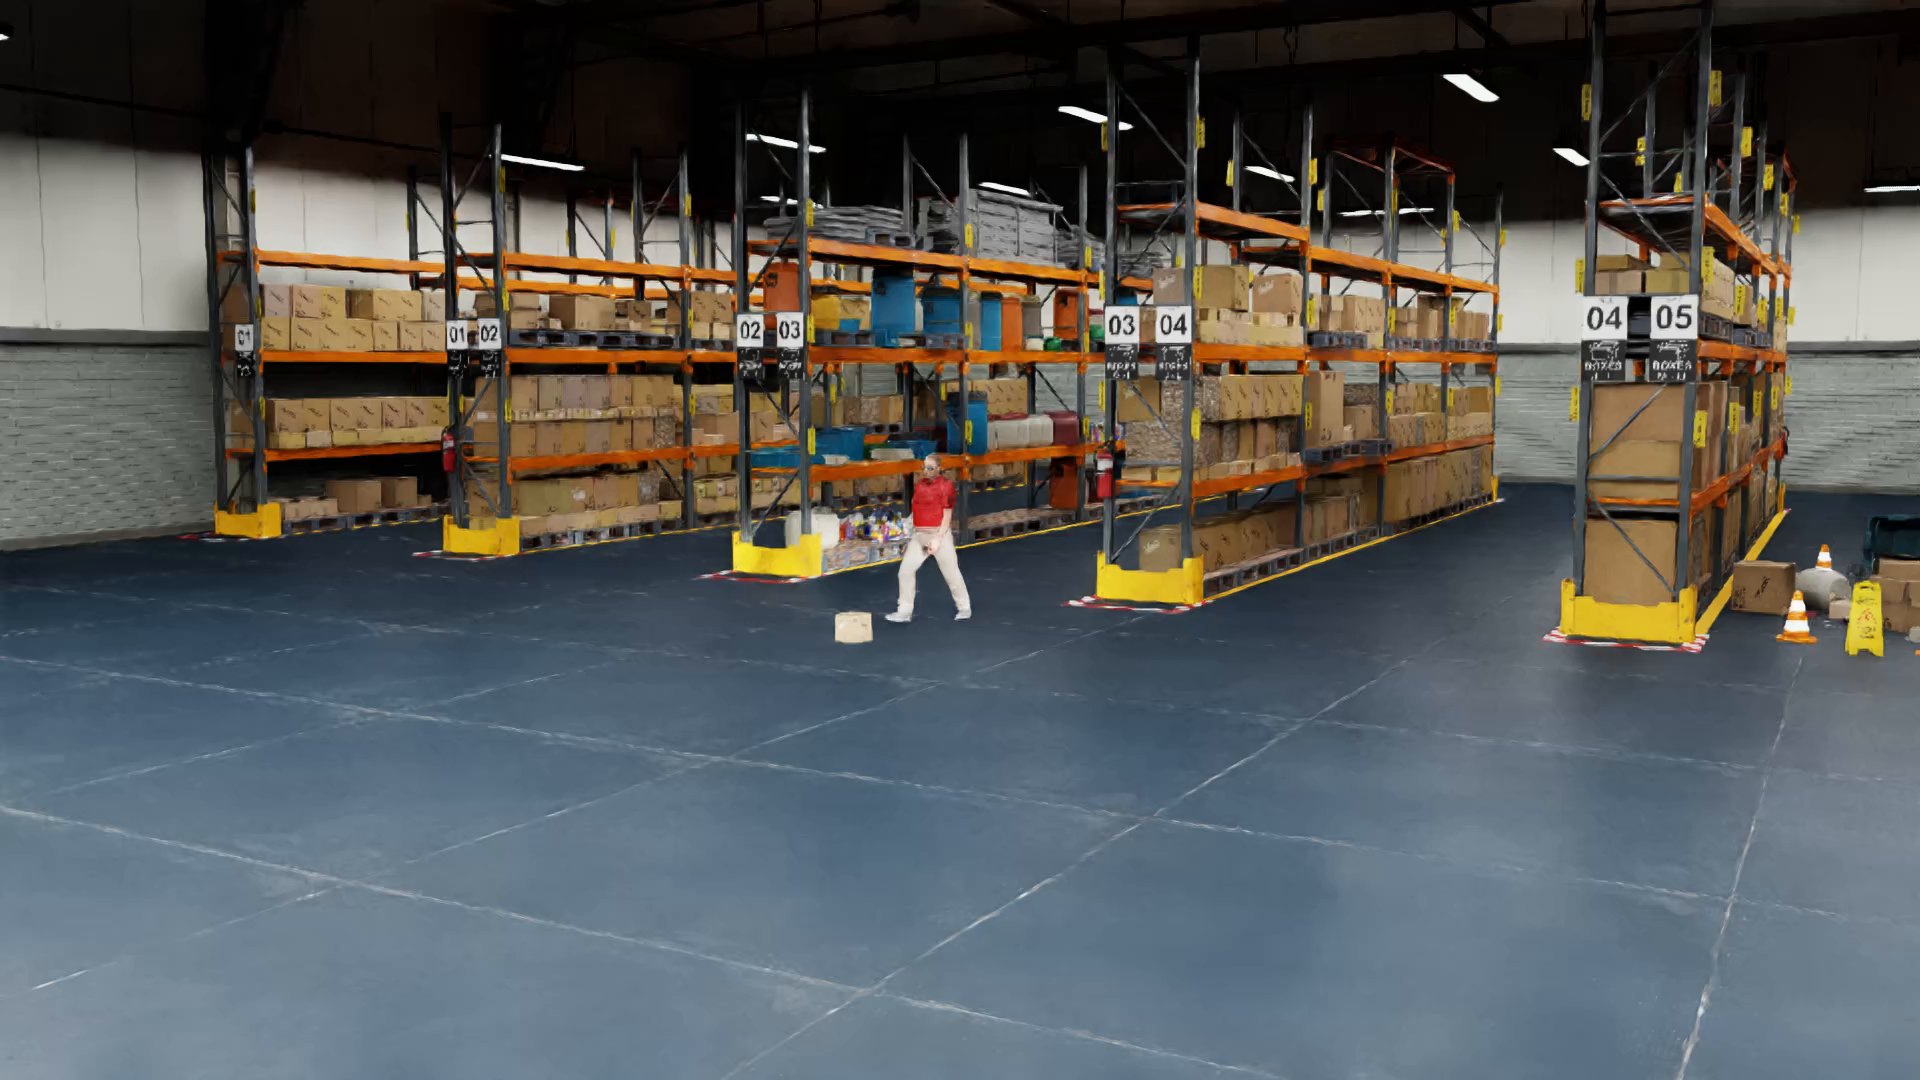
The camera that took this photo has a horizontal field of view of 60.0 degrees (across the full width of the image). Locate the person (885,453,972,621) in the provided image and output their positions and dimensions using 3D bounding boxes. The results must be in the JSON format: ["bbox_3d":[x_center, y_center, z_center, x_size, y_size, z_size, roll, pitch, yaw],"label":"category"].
[{"bbox_3d":[-0.293,-0.027,16.587,0.620,1.683,0.800,5,8,38],"label":"person"}]
